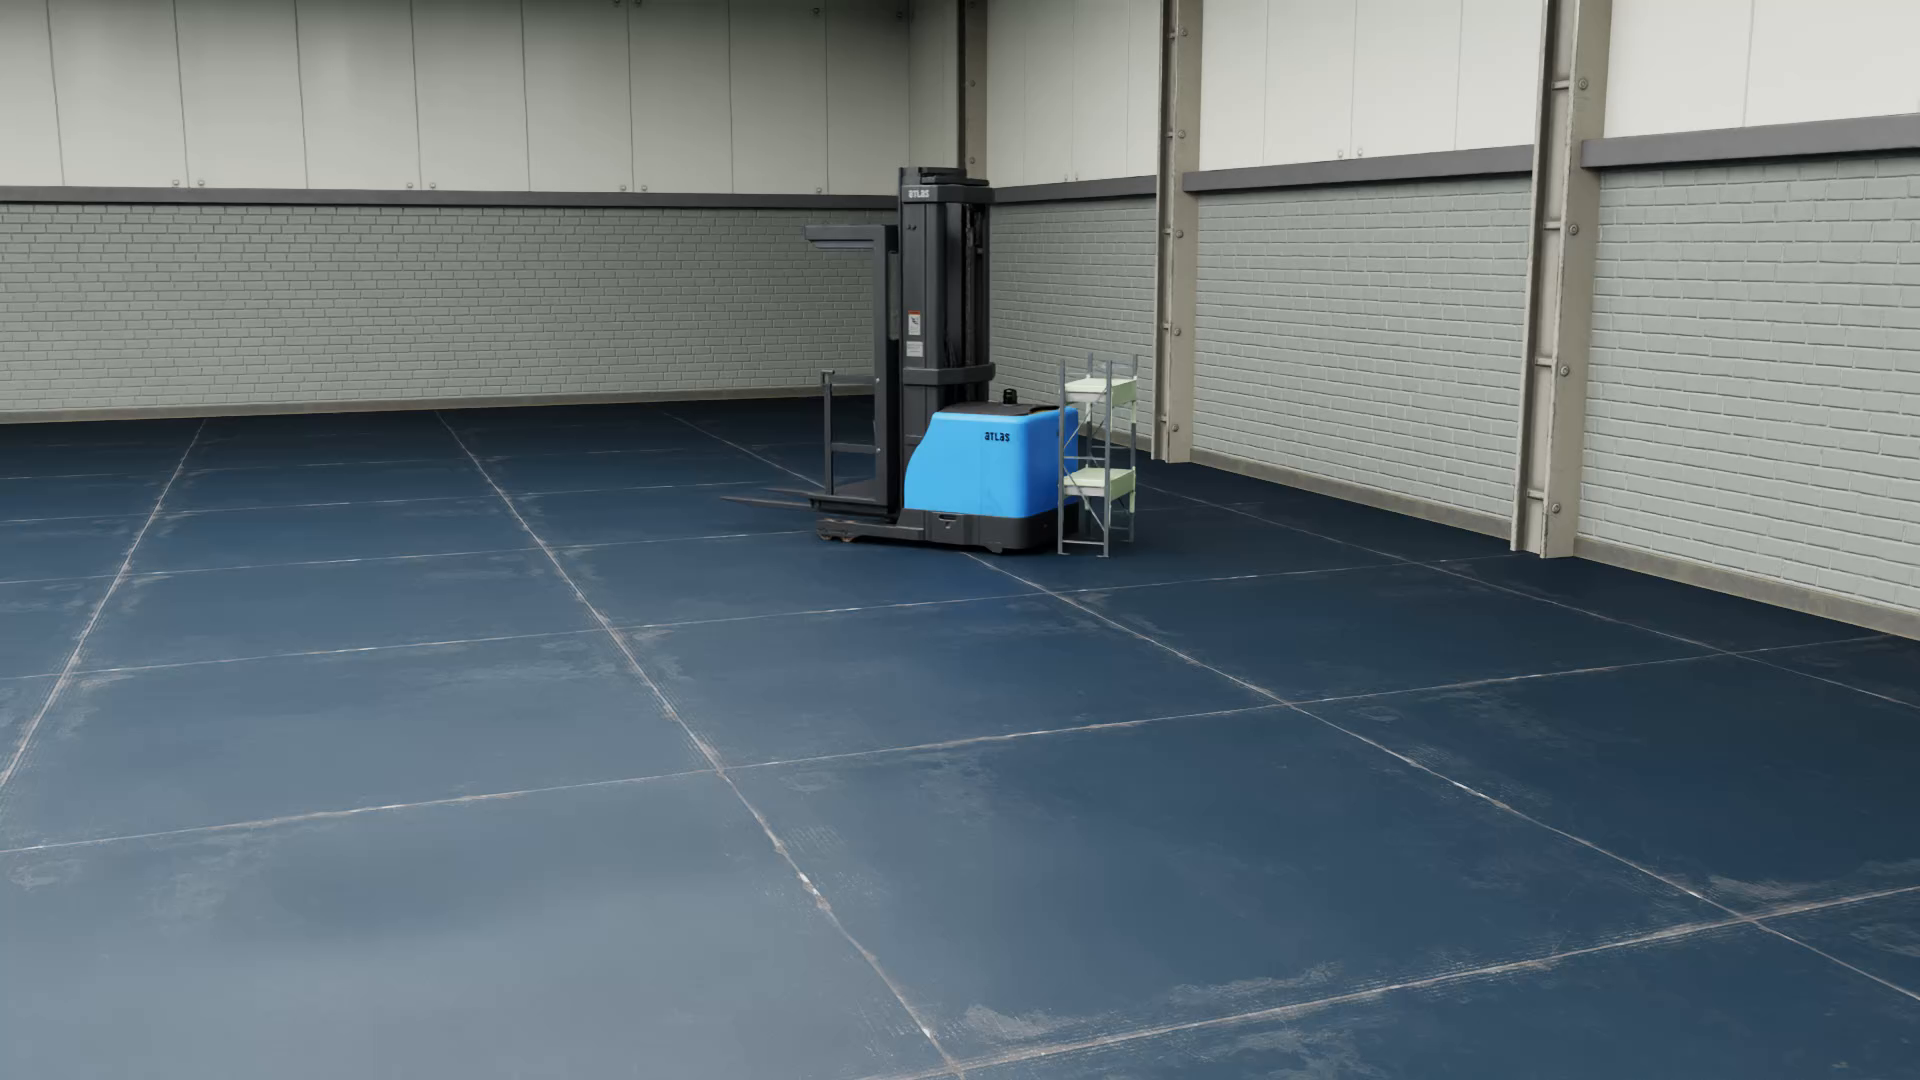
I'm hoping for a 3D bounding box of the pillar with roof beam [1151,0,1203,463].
[{"bbox_3d":[-1.674,-5.040,16.056,9.100,9.000,0.400,-4,11,-21],"label":"pillar with roof beam"}]

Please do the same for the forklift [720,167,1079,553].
[{"bbox_3d":[-0.576,-1.506,13.517,3.031,2.935,1.130,6,12,29],"label":"forklift"}]

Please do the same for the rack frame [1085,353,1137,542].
[{"bbox_3d":[1.207,-0.738,13.287,0.400,1.500,0.023,4,11,21],"label":"rack frame"}]

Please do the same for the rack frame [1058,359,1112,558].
[{"bbox_3d":[0.944,-0.618,12.614,0.400,1.500,0.023,4,11,21],"label":"rack frame"}]

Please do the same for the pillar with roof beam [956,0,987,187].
[{"bbox_3d":[-3.848,-6.019,21.562,9.100,9.000,0.400,-4,11,-21],"label":"pillar with roof beam"}]

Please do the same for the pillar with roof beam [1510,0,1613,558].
[{"bbox_3d":[0.500,-4.060,10.551,9.100,9.000,0.400,-4,11,-21],"label":"pillar with roof beam"}]

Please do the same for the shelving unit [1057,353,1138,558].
[{"bbox_3d":[1.076,-0.678,12.950,0.431,1.500,0.755,4,11,21],"label":"shelving unit"}]

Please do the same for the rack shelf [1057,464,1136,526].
[{"bbox_3d":[1.076,-0.357,13.007,0.431,0.370,0.720,4,11,21],"label":"rack shelf"}]

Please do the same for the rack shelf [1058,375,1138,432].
[{"bbox_3d":[1.076,-1.062,12.882,0.431,0.370,0.720,4,11,21],"label":"rack shelf"}]
